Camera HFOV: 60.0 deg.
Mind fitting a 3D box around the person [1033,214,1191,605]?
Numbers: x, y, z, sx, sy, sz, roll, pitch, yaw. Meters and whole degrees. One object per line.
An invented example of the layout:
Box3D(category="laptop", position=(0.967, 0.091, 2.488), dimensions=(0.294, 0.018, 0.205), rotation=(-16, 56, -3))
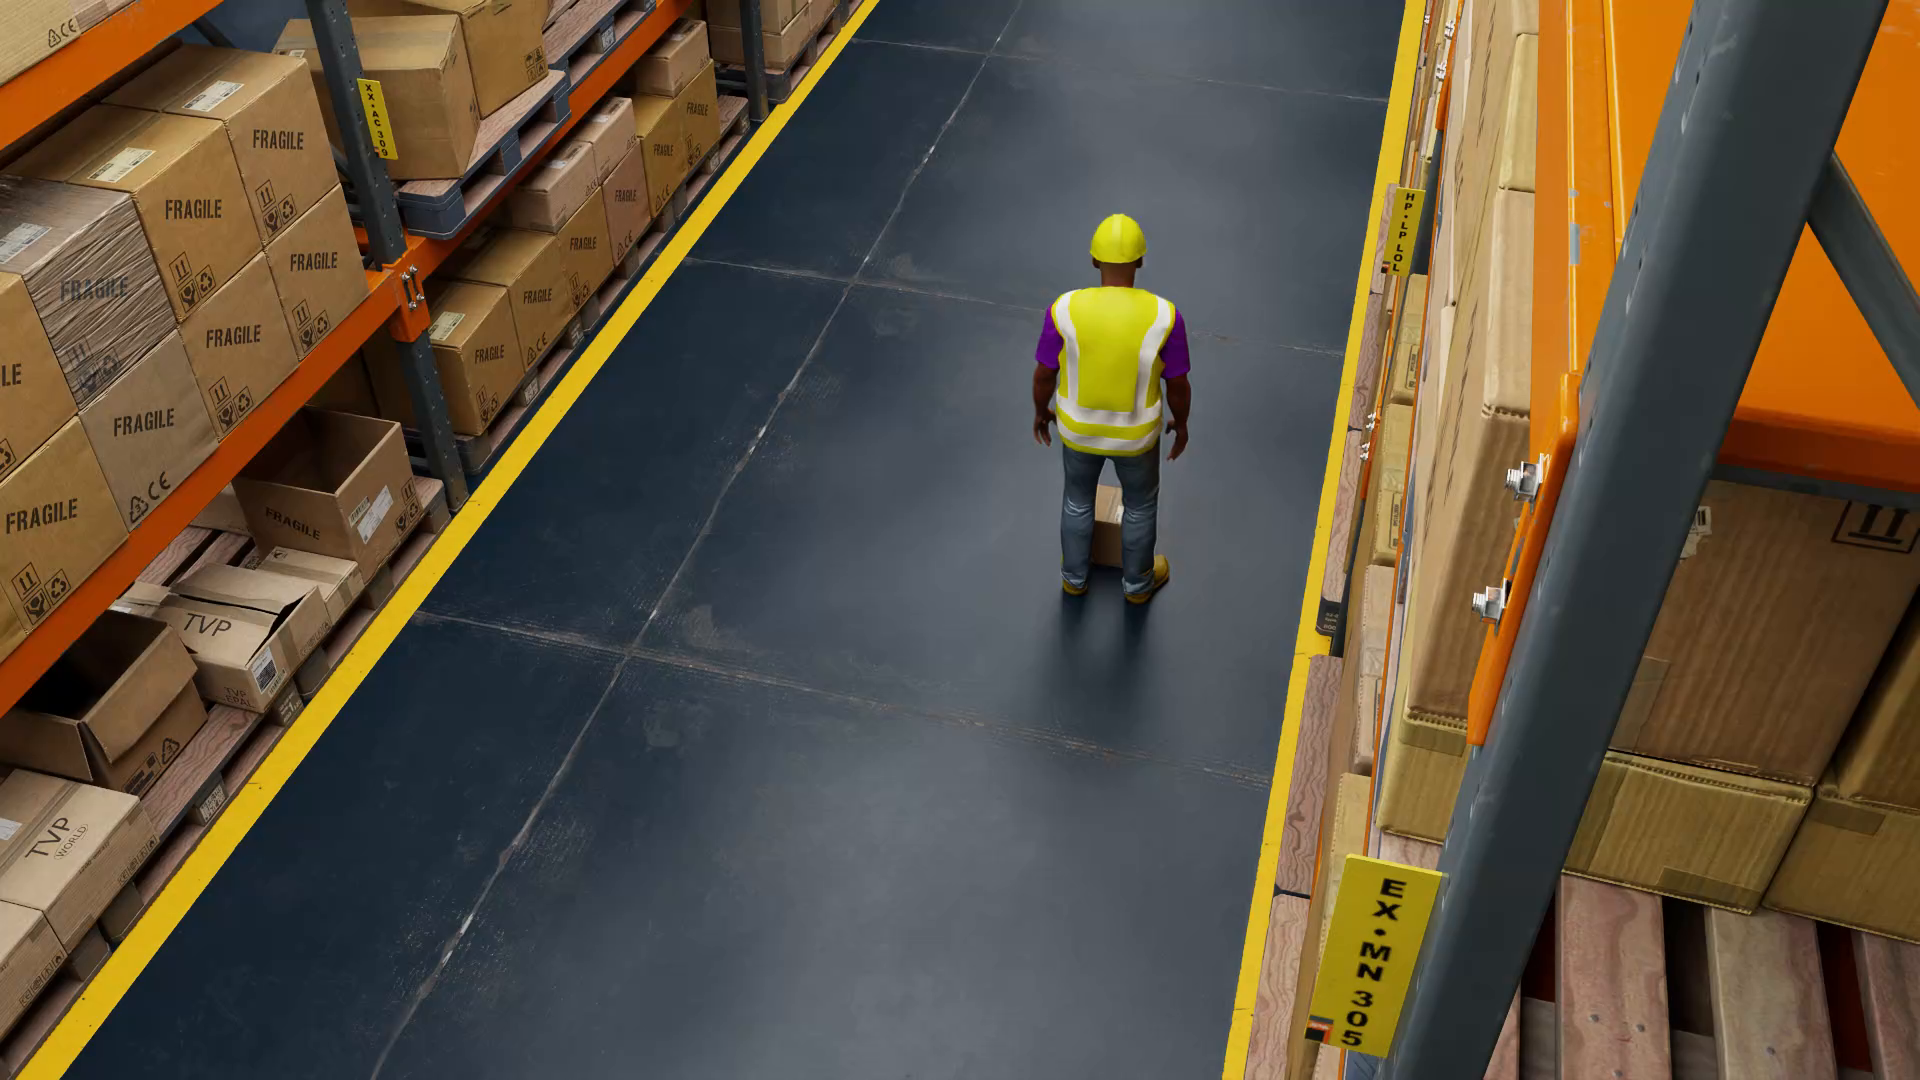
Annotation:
Box3D(category="person", position=(0.608, -0.488, 6.711), dimensions=(0.633, 1.759, 0.462), rotation=(8, 41, 9))
